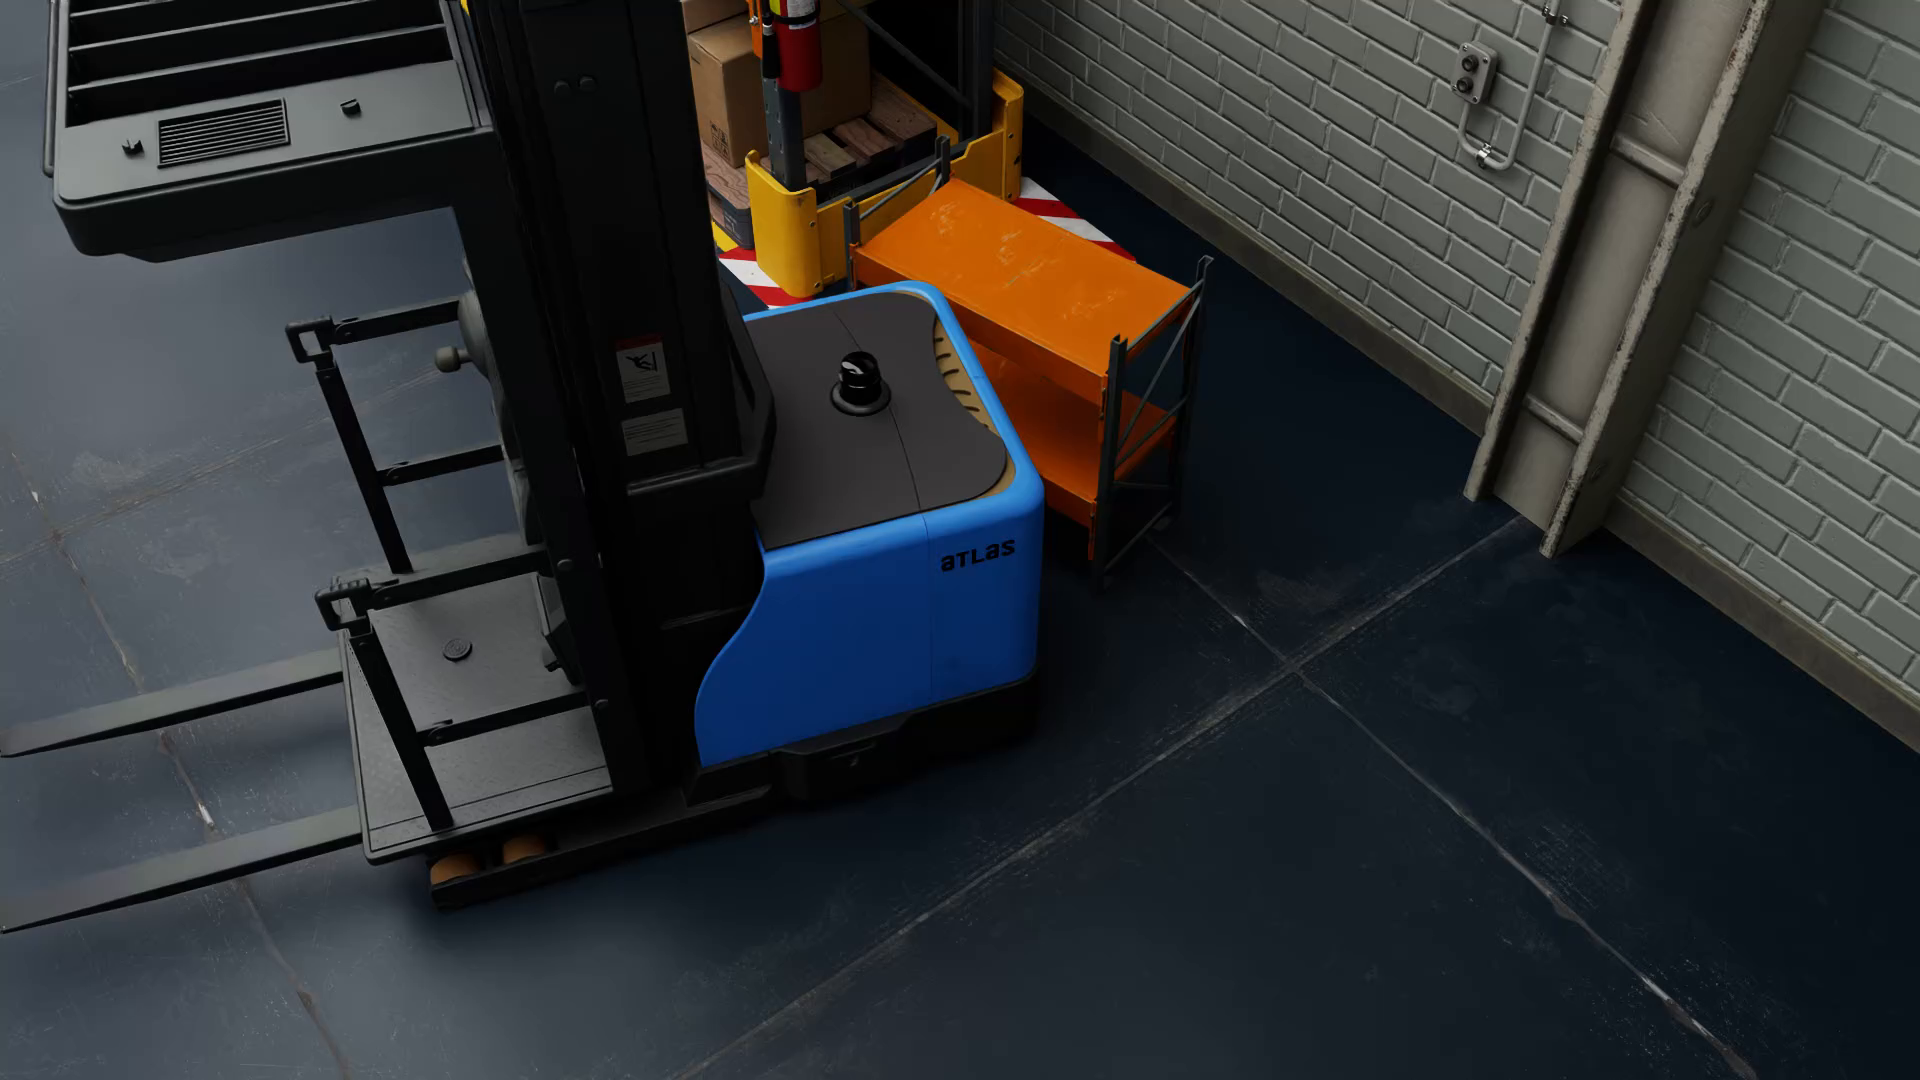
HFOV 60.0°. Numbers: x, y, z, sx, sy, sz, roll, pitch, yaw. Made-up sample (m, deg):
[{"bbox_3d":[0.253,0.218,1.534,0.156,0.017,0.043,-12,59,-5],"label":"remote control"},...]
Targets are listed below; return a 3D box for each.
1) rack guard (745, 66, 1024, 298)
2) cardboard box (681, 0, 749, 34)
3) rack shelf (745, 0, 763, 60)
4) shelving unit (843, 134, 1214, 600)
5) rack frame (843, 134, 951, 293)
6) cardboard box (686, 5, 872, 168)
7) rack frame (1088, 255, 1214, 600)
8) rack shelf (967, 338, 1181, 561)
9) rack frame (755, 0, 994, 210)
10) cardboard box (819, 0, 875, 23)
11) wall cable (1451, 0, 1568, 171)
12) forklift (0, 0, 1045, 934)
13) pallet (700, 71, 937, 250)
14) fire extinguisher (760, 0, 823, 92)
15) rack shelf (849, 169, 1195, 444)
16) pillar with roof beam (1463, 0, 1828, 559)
[{"bbox_3d":[-0.285,-1.475,6.750,1.175,0.500,0.348,-29,54,-24],"label":"rack guard"},{"bbox_3d":[-1.026,-2.210,6.694,0.380,0.149,0.250,-30,54,-24],"label":"cardboard box"},{"bbox_3d":[-1.511,-3.266,7.172,1.077,0.370,4.000,-29,54,-24],"label":"rack shelf"},{"bbox_3d":[0.200,-0.565,5.503,1.048,1.125,0.538,31,55,25],"label":"shelving unit"},{"bbox_3d":[-0.198,-0.799,5.715,0.032,1.125,0.500,31,55,25],"label":"rack frame"},{"bbox_3d":[-0.803,-1.998,6.940,0.700,0.500,0.500,-29,54,-24],"label":"cardboard box"},{"bbox_3d":[0.597,-0.330,5.290,0.032,1.125,0.500,31,55,25],"label":"rack frame"},{"bbox_3d":[0.200,-0.401,5.684,1.000,0.278,0.538,31,55,25],"label":"rack shelf"},{"bbox_3d":[-0.300,-2.328,5.836,1.000,3.000,0.127,-29,54,-24],"label":"rack frame"},{"bbox_3d":[-0.568,-2.232,6.714,0.380,0.149,0.250,-29,54,-24],"label":"cardboard box"},{"bbox_3d":[1.228,-2.339,5.160,0.084,1.984,1.851,-29,54,-24],"label":"wall cable"},{"bbox_3d":[-1.331,-0.374,4.111,3.031,2.935,1.130,-14,49,-13],"label":"forklift"},{"bbox_3d":[-0.846,-1.828,7.265,1.003,0.211,1.213,-29,54,-24],"label":"pallet"},{"bbox_3d":[-0.576,-1.881,5.735,0.296,0.674,0.183,-29,54,-24],"label":"fire extinguisher"},{"bbox_3d":[0.200,-0.761,5.286,1.000,0.278,0.538,31,55,25],"label":"rack shelf"},{"bbox_3d":[-1.403,-1.208,0.771,9.100,9.000,0.400,-29,54,-24],"label":"pillar with roof beam"}]
